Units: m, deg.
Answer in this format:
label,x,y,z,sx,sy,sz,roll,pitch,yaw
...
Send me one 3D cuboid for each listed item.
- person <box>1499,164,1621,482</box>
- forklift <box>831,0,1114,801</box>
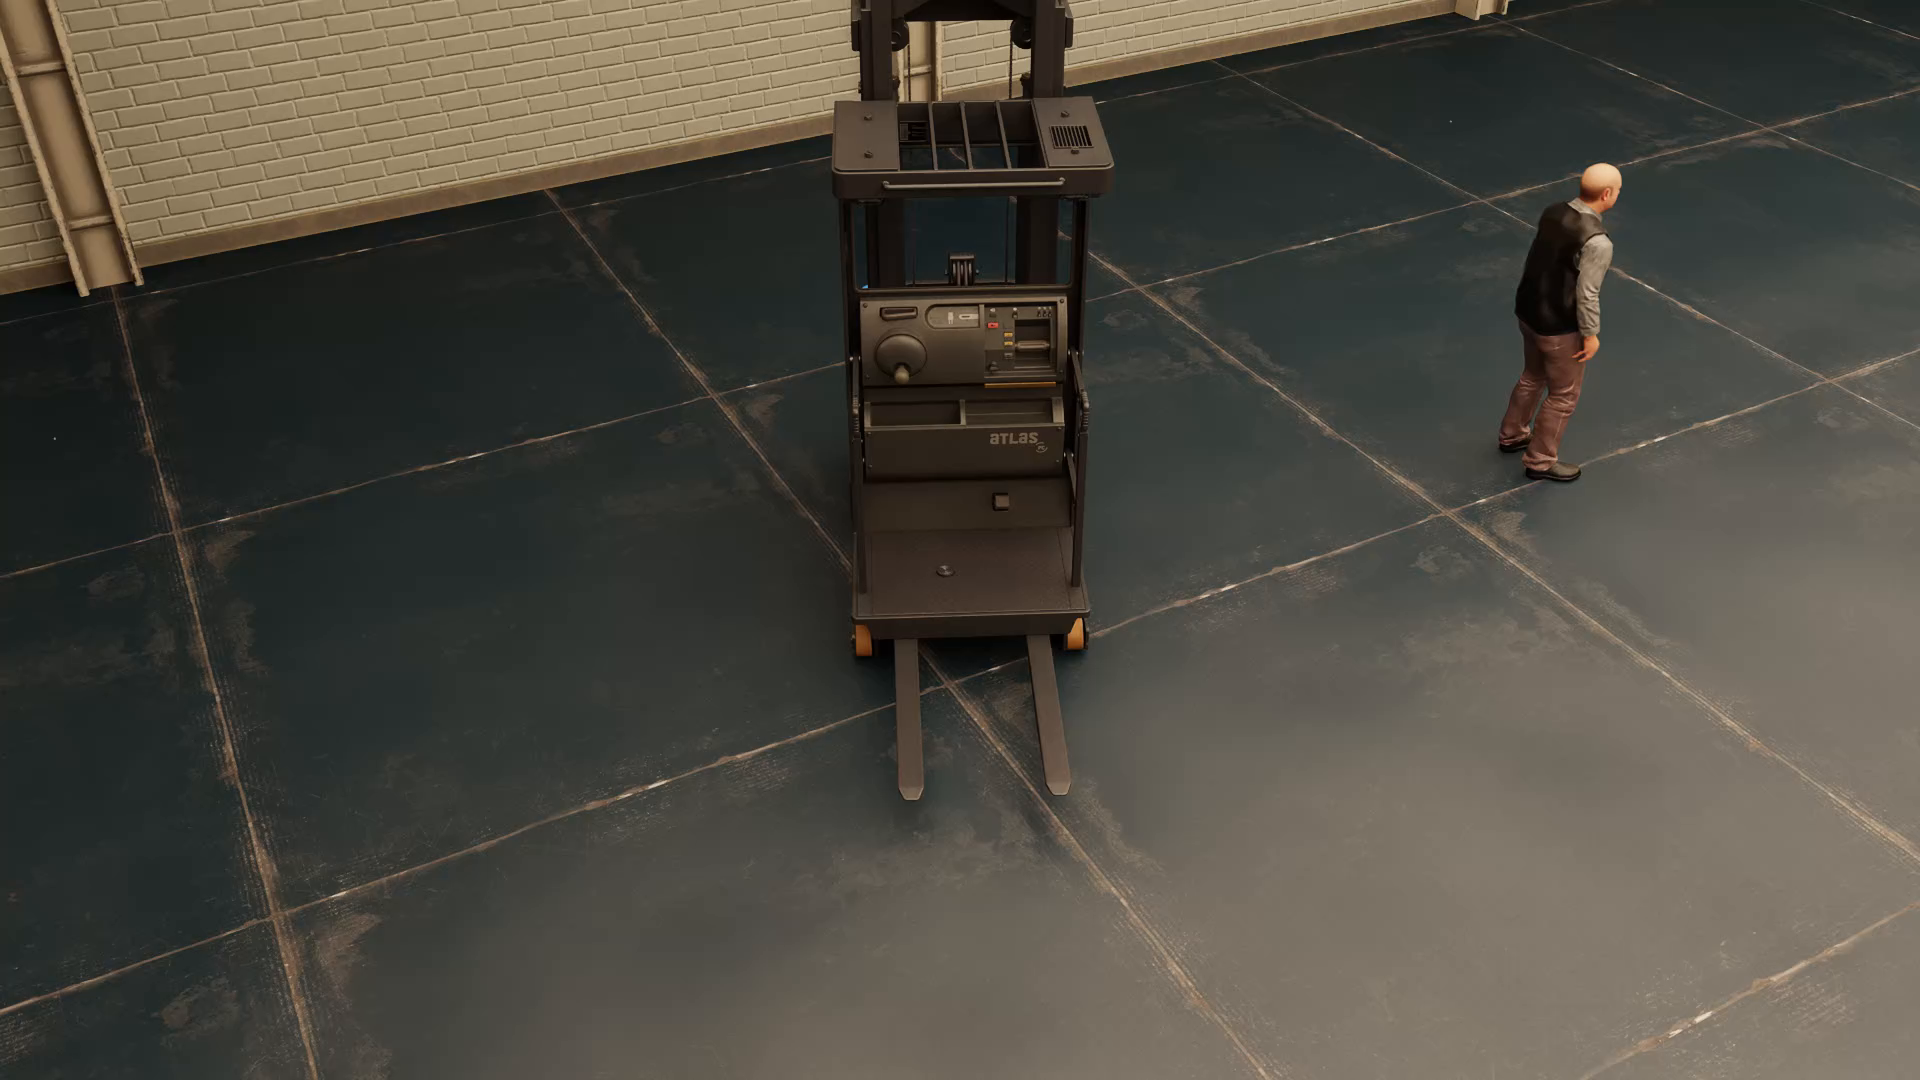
label,x,y,z,sx,sy,sz,roll,pitch,yaw
person,3.160,-1.160,8.813,0.415,1.721,0.580,-7,36,-10
forklift,0.031,-0.837,7.307,1.130,2.935,3.031,-2,35,-2
